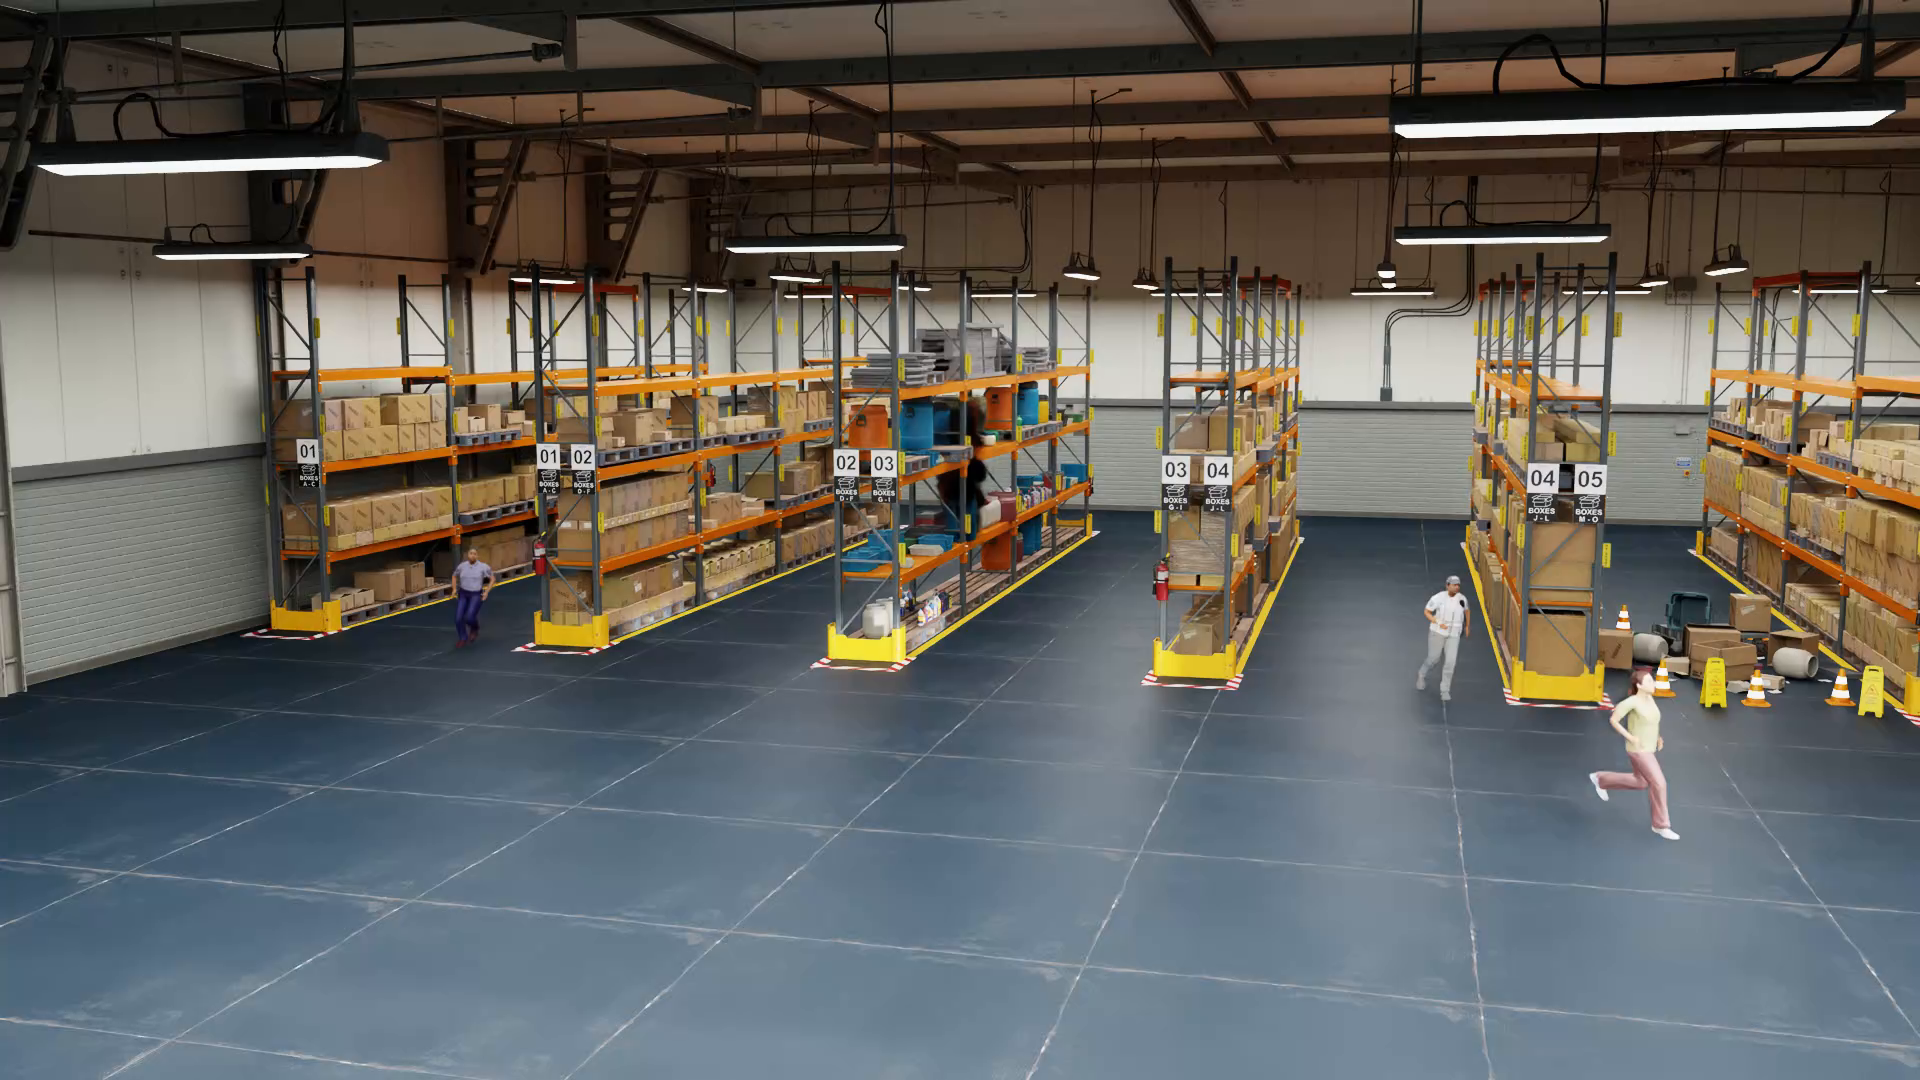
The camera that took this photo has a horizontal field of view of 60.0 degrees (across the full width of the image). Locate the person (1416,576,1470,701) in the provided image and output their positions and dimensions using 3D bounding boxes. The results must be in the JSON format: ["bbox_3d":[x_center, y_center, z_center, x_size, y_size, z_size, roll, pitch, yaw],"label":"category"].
[{"bbox_3d":[6.675,1.315,22.764,0.669,1.682,0.802,0,7,-3],"label":"person"}]

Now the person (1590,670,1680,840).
[{"bbox_3d":[6.787,2.109,16.676,0.563,1.653,0.973,-7,10,-44],"label":"person"}]

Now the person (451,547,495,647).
[{"bbox_3d":[-7.711,0.906,26.231,0.665,1.593,0.511,1,7,6],"label":"person"}]
